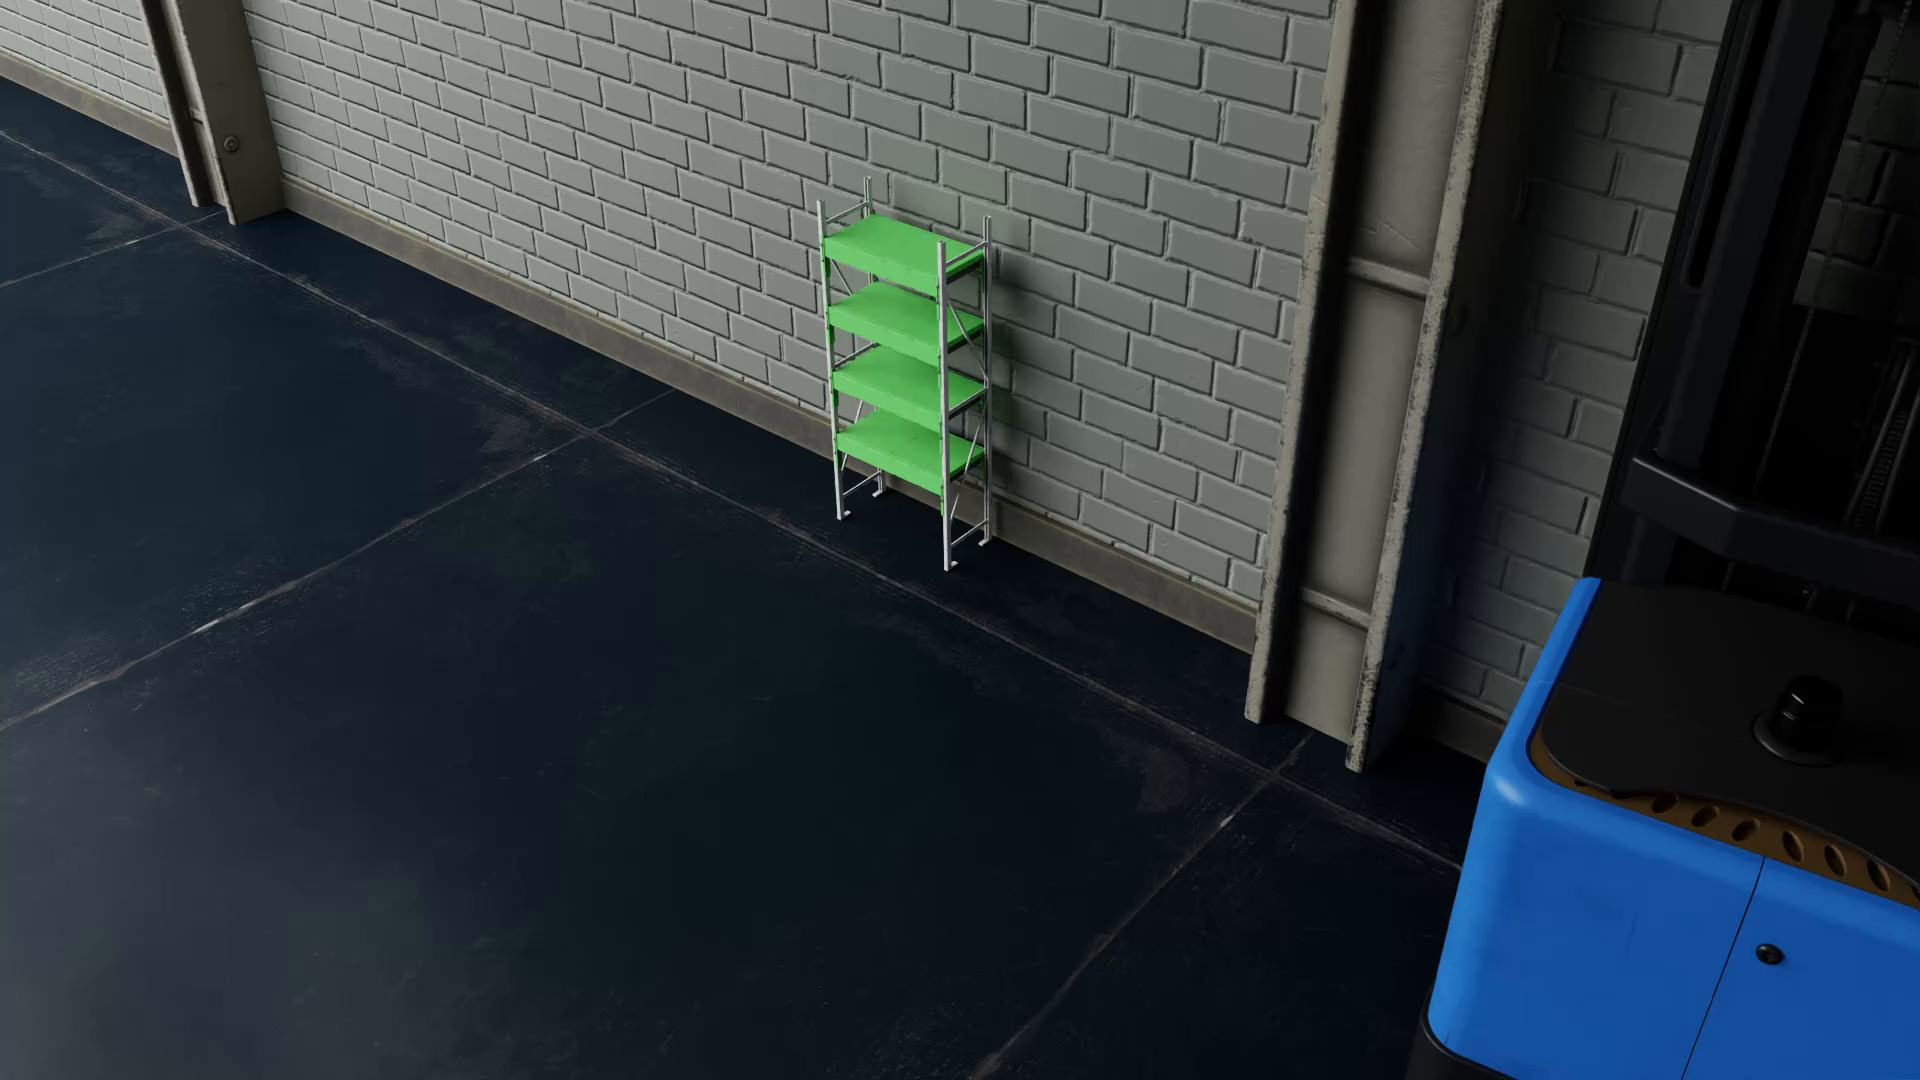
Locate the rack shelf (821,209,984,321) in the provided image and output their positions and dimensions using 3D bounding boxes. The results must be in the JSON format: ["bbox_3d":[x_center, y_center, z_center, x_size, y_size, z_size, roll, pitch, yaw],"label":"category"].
[{"bbox_3d":[-0.172,-0.868,5.215,0.480,0.148,0.258,25,43,31],"label":"rack shelf"}]

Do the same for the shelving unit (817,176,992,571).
[{"bbox_3d":[-0.167,-0.529,5.455,0.503,1.200,0.258,25,43,31],"label":"shelving unit"}]

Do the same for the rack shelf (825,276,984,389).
[{"bbox_3d":[-0.169,-0.672,5.354,0.480,0.148,0.258,25,43,31],"label":"rack shelf"}]

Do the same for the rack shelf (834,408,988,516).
[{"bbox_3d":[-0.164,-0.281,5.631,0.480,0.148,0.258,25,43,31],"label":"rack shelf"}]

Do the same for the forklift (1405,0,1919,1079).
[{"bbox_3d":[2.196,-0.454,3.823,1.130,2.935,3.031,18,39,25],"label":"forklift"}]

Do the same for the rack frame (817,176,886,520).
[{"bbox_3d":[-0.356,-0.616,5.583,0.015,1.200,0.240,25,43,31],"label":"rack frame"}]

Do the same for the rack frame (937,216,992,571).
[{"bbox_3d":[0.022,-0.441,5.328,0.015,1.200,0.240,25,43,31],"label":"rack frame"}]

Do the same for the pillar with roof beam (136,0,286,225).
[{"bbox_3d":[-6.266,-3.476,2.863,0.400,9.000,9.100,25,42,32],"label":"pillar with roof beam"}]

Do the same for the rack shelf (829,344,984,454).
[{"bbox_3d":[-0.167,-0.476,5.492,0.480,0.148,0.258,25,43,31],"label":"rack shelf"}]
